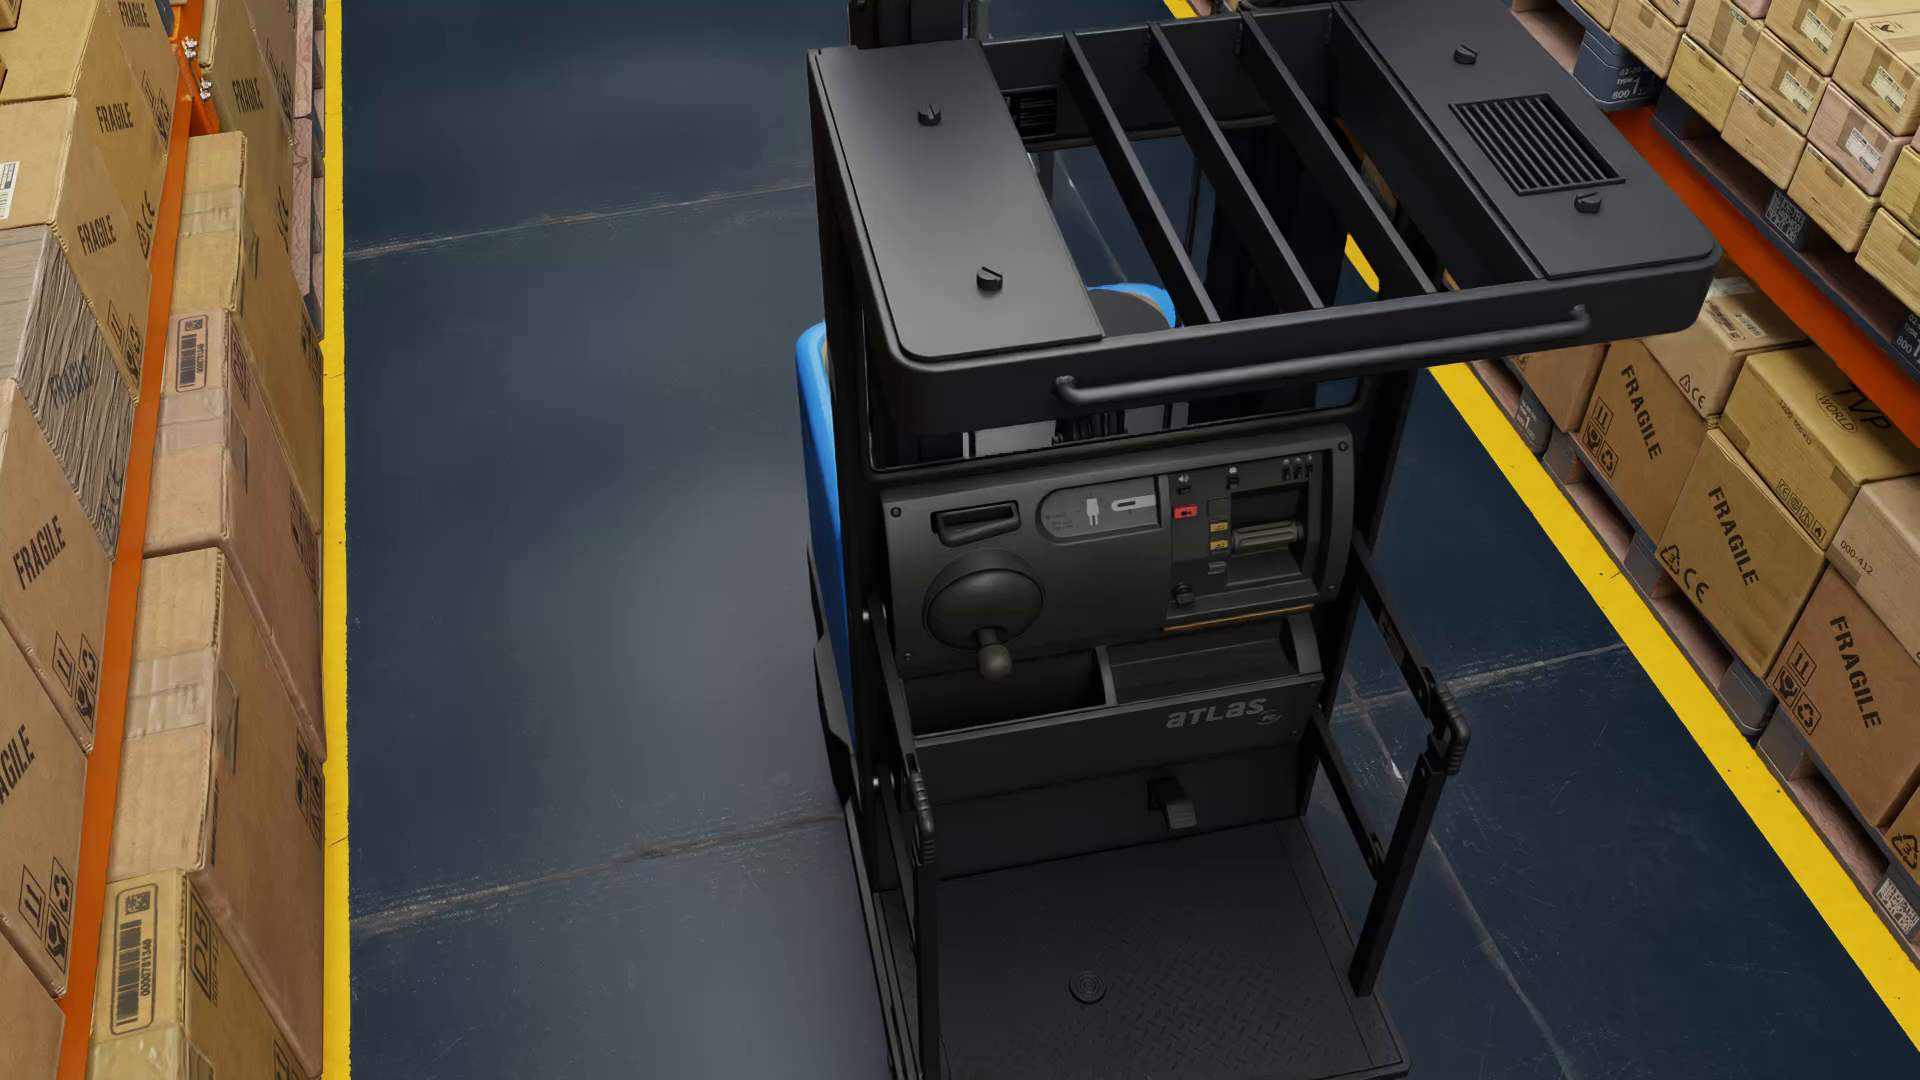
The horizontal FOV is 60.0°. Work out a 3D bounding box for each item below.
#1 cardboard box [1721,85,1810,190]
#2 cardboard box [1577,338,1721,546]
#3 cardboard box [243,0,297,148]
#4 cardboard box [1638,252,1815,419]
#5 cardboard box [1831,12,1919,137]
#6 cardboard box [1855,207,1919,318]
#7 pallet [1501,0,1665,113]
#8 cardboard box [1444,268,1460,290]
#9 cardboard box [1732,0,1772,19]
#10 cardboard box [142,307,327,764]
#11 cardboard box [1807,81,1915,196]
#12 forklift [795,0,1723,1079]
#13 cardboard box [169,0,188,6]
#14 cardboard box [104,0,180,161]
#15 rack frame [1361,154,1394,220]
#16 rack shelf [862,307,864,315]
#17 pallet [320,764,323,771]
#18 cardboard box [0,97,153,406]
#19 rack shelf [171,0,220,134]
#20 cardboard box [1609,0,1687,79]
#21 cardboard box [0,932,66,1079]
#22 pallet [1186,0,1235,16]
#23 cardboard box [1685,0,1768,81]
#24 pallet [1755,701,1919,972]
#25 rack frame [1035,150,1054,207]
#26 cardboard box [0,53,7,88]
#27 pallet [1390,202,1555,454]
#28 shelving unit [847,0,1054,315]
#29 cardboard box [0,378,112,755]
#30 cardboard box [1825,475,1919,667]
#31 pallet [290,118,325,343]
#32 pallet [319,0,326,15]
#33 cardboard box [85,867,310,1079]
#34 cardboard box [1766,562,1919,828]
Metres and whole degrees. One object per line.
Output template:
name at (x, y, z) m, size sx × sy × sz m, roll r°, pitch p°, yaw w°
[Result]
cardboard box at (2.092, -1.002, 4.013) m, size 0.380 × 0.149 × 0.250 m, roll -13°, pitch 47°, yaw -12°
cardboard box at (2.252, -0.363, 4.962) m, size 0.500 × 0.500 × 0.500 m, roll -10°, pitch 46°, yaw -10°
cardboard box at (-3.108, -2.032, 6.334) m, size 0.875 × 0.875 × 0.875 m, roll -11°, pitch 47°, yaw -10°
cardboard box at (2.233, -0.630, 4.698) m, size 0.500 × 0.250 × 0.500 m, roll -9°, pitch 46°, yaw -9°
cardboard box at (2.161, -1.027, 3.622) m, size 0.380 × 0.149 × 0.250 m, roll -9°, pitch 46°, yaw -8°
cardboard box at (2.229, -0.635, 3.654) m, size 0.380 × 0.149 × 0.250 m, roll -13°, pitch 47°, yaw -12°
pallet at (2.090, -1.752, 5.001) m, size 1.003 × 0.211 × 1.213 m, roll -11°, pitch 47°, yaw -10°
cardboard box at (1.967, -1.087, 5.671) m, size 0.500 × 0.500 × 0.500 m, roll -9°, pitch 46°, yaw -9°
cardboard box at (2.023, -1.392, 3.980) m, size 0.380 × 0.149 × 0.250 m, roll -9°, pitch 46°, yaw -9°
cardboard box at (-2.373, 0.115, 4.231) m, size 1.225 × 0.875 × 0.875 m, roll -12°, pitch 47°, yaw -12°
cardboard box at (2.160, -0.923, 3.728) m, size 0.380 × 0.149 × 0.250 m, roll -10°, pitch 46°, yaw -9°
forklift at (0.363, 0.122, 3.078) m, size 1.130 × 2.935 × 3.031 m, roll -9°, pitch 46°, yaw -8°
cardboard box at (-2.540, -1.714, 5.005) m, size 0.380 × 0.149 × 0.250 m, roll -11°, pitch 47°, yaw -10°
cardboard box at (-2.402, -1.299, 4.352) m, size 0.500 × 0.500 × 0.500 m, roll -11°, pitch 47°, yaw -10°
rack frame at (2.035, -2.374, 5.476) m, size 1.000 × 3.000 × 0.127 m, roll -11°, pitch 47°, yaw -10°
rack shelf at (-0.039, -0.478, 5.124) m, size 0.431 × 0.370 × 0.720 m, roll -9°, pitch 46°, yaw -8°
pallet at (-2.200, 0.802, 4.316) m, size 1.003 × 0.211 × 1.213 m, roll -11°, pitch 47°, yaw -10°
cardboard box at (-2.142, -0.596, 3.664) m, size 0.500 × 0.500 × 0.500 m, roll -11°, pitch 47°, yaw -11°
rack shelf at (-3.298, -2.666, 6.266) m, size 1.077 × 0.370 × 4.000 m, roll -11°, pitch 47°, yaw -10°
cardboard box at (1.956, -1.364, 4.368) m, size 0.380 × 0.149 × 0.250 m, roll -13°, pitch 47°, yaw -12°
cardboard box at (-1.623, 0.805, 2.291) m, size 0.500 × 0.500 × 0.500 m, roll -9°, pitch 46°, yaw -9°
pallet at (1.513, -2.699, 7.747) m, size 1.003 × 0.211 × 1.213 m, roll -11°, pitch 47°, yaw -10°
cardboard box at (2.031, -1.276, 4.074) m, size 0.380 × 0.149 × 0.250 m, roll -11°, pitch 47°, yaw -11°
pallet at (2.860, 0.824, 4.294) m, size 1.003 × 0.211 × 1.213 m, roll -11°, pitch 47°, yaw -10°
rack frame at (0.036, -0.450, 4.641) m, size 0.400 × 1.500 × 0.023 m, roll -9°, pitch 46°, yaw -8°
cardboard box at (-2.450, -1.007, 3.365) m, size 0.797 × 0.503 × 0.637 m, roll -10°, pitch 46°, yaw -10°
pallet at (2.235, -0.860, 5.945) m, size 1.003 × 0.211 × 1.213 m, roll -11°, pitch 47°, yaw -10°
shelving unit at (-0.039, -0.706, 4.892) m, size 0.431 × 1.500 × 0.755 m, roll -9°, pitch 46°, yaw -8°
cardboard box at (-1.892, 0.096, 2.986) m, size 0.500 × 0.500 × 0.500 m, roll -11°, pitch 47°, yaw -11°
cardboard box at (2.490, 0.083, 4.000) m, size 0.500 × 0.250 × 0.500 m, roll -10°, pitch 46°, yaw -10°
pallet at (-2.905, -1.100, 6.180) m, size 1.003 × 0.211 × 1.213 m, roll -11°, pitch 47°, yaw -10°
pallet at (-3.530, -2.784, 7.831) m, size 1.003 × 0.211 × 1.213 m, roll -11°, pitch 47°, yaw -10°
cardboard box at (-1.919, 1.341, 3.029) m, size 1.225 × 0.875 × 0.875 m, roll -13°, pitch 47°, yaw -12°
cardboard box at (2.508, 0.350, 4.263) m, size 0.500 × 0.500 × 0.500 m, roll -9°, pitch 46°, yaw -9°
